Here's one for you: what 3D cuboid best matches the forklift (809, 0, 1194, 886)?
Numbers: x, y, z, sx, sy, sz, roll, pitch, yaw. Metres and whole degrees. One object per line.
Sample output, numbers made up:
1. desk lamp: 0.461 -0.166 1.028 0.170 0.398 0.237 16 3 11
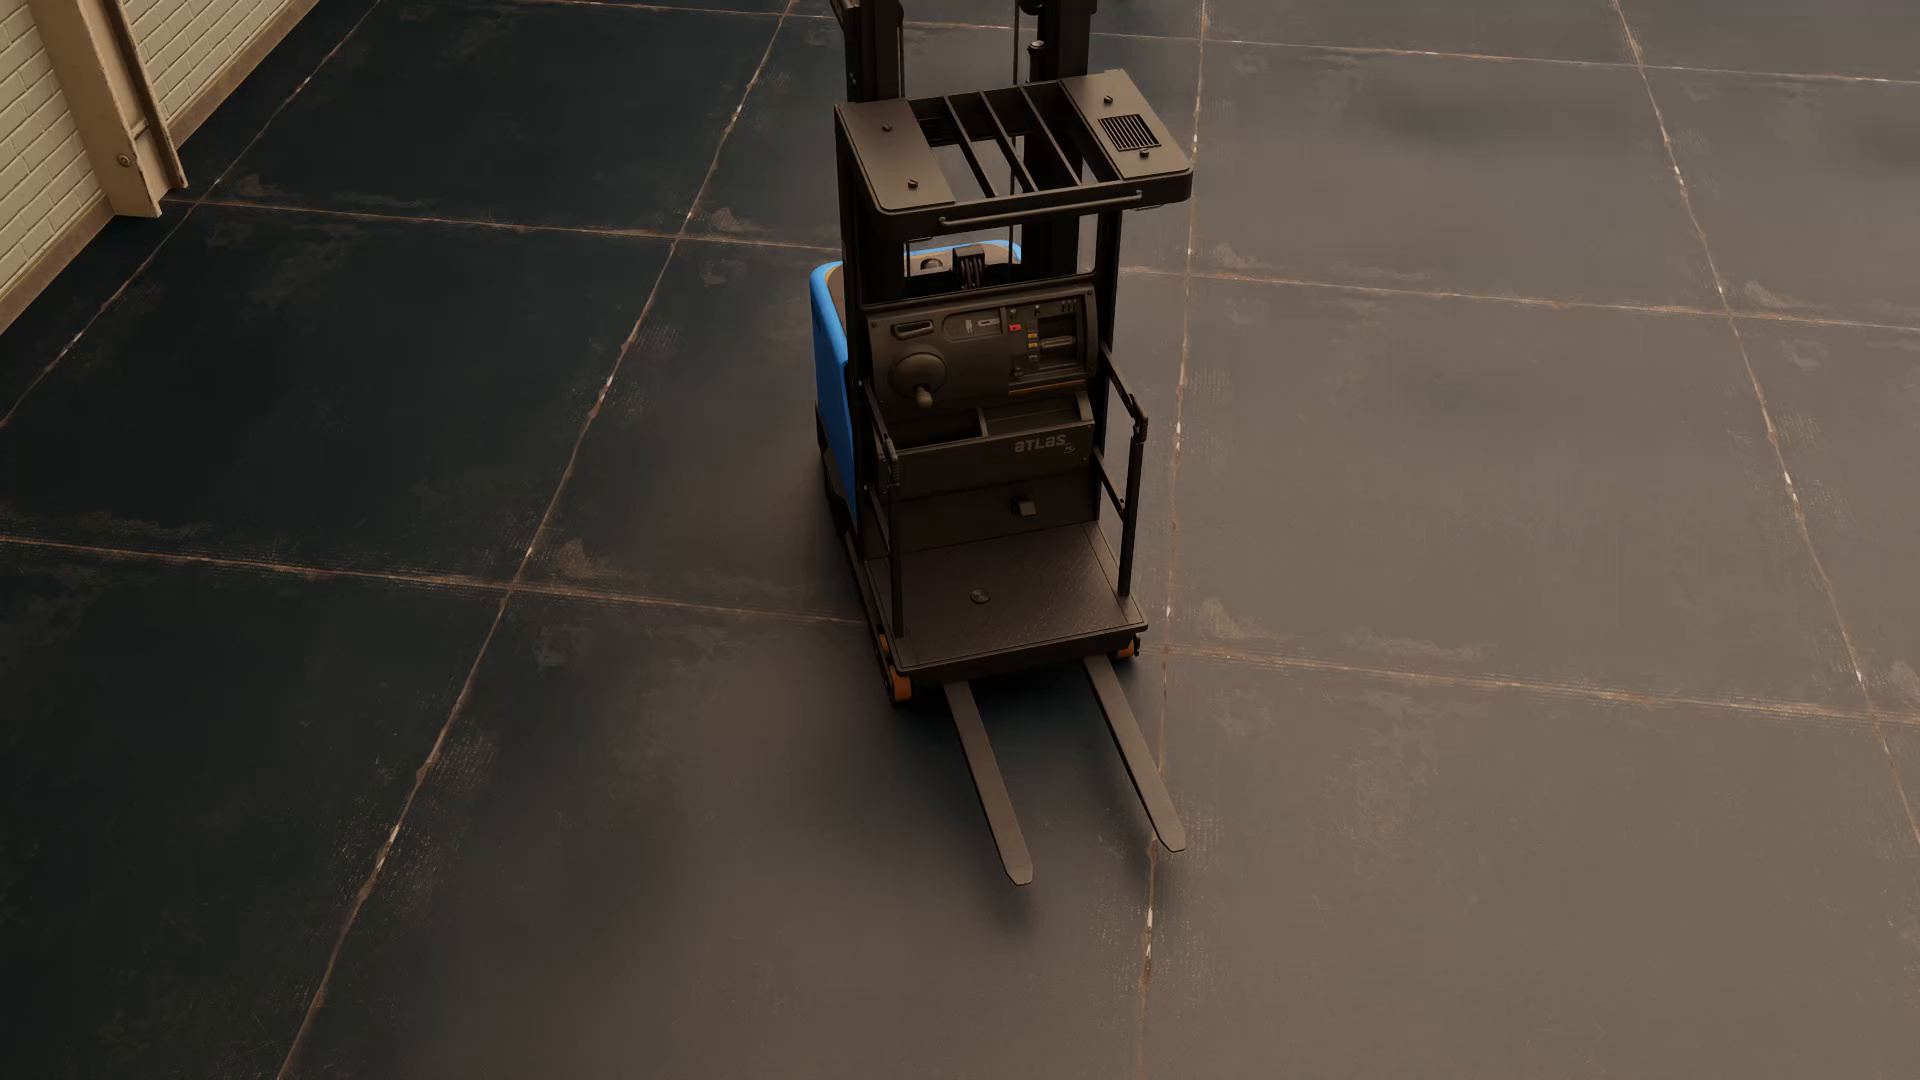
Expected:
1. forklift: 0.153 -0.681 6.465 1.130 2.935 3.031 -10 44 -11
